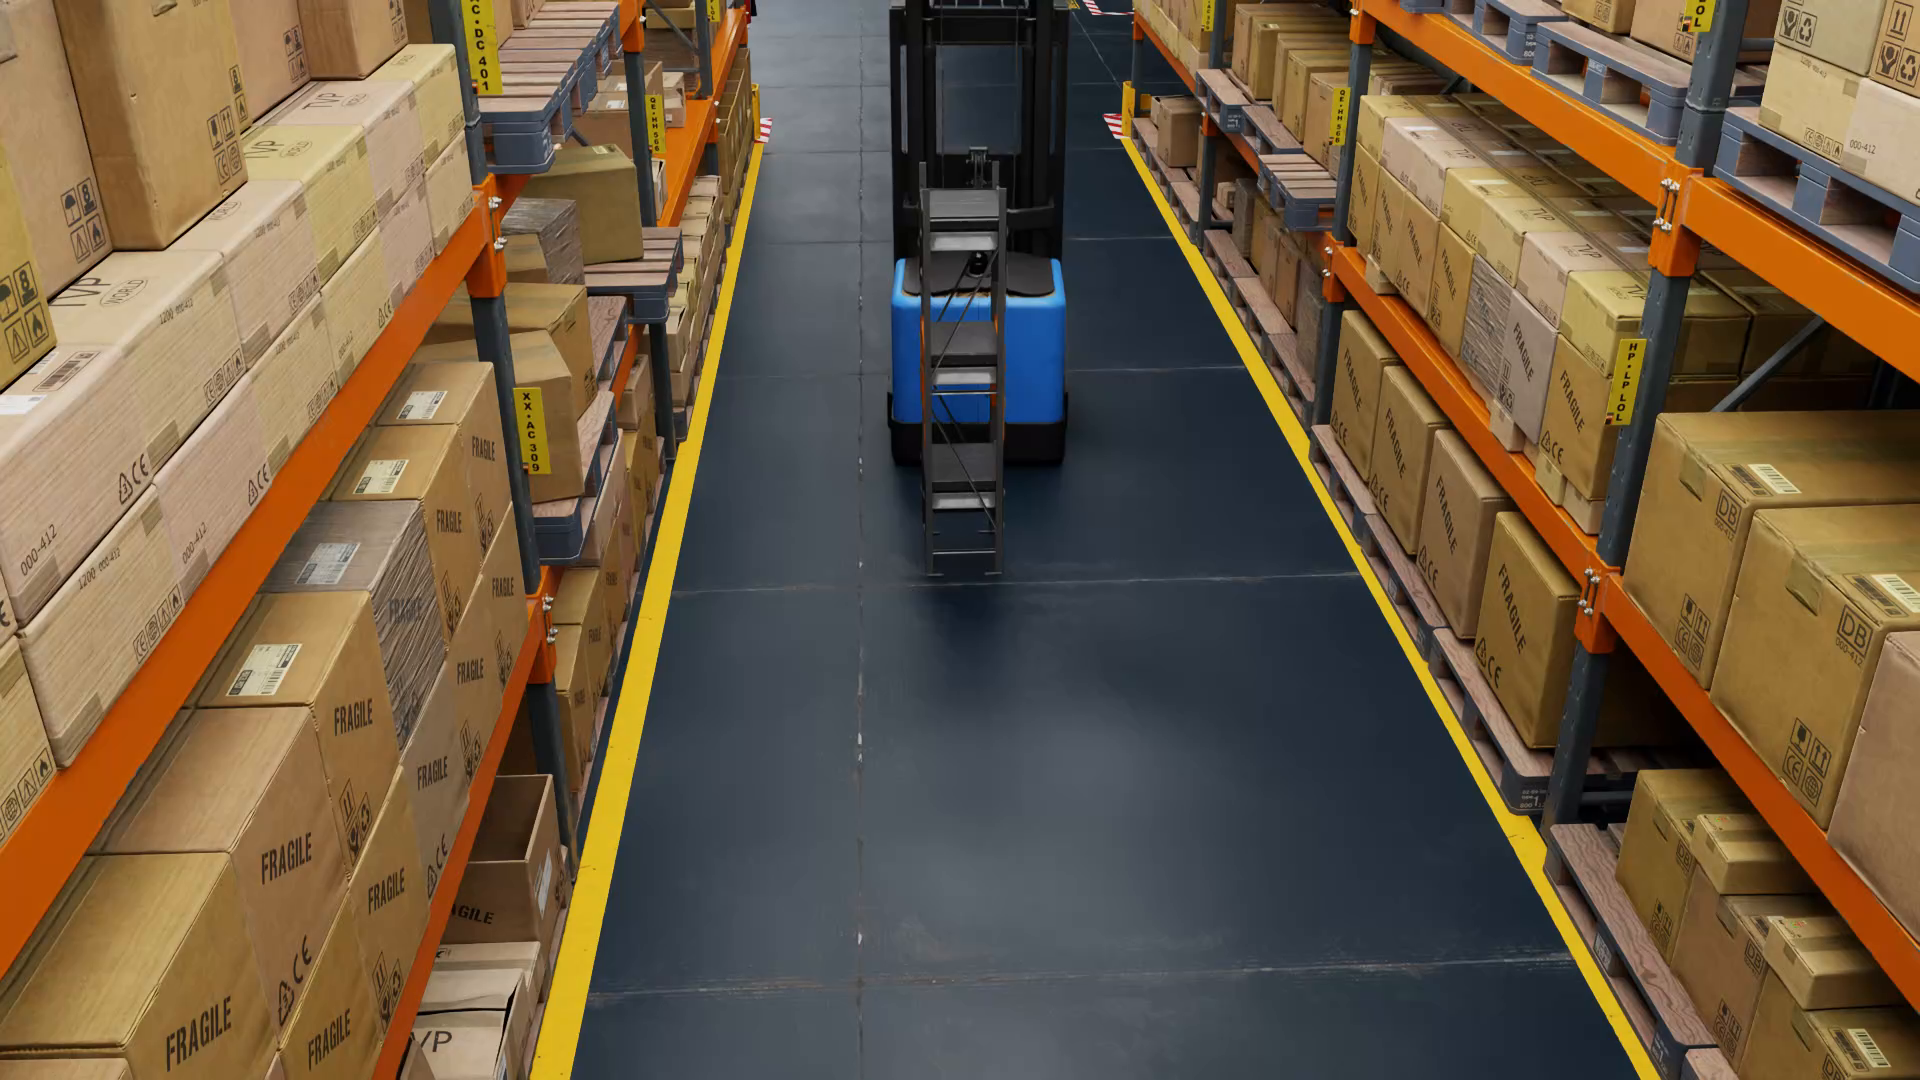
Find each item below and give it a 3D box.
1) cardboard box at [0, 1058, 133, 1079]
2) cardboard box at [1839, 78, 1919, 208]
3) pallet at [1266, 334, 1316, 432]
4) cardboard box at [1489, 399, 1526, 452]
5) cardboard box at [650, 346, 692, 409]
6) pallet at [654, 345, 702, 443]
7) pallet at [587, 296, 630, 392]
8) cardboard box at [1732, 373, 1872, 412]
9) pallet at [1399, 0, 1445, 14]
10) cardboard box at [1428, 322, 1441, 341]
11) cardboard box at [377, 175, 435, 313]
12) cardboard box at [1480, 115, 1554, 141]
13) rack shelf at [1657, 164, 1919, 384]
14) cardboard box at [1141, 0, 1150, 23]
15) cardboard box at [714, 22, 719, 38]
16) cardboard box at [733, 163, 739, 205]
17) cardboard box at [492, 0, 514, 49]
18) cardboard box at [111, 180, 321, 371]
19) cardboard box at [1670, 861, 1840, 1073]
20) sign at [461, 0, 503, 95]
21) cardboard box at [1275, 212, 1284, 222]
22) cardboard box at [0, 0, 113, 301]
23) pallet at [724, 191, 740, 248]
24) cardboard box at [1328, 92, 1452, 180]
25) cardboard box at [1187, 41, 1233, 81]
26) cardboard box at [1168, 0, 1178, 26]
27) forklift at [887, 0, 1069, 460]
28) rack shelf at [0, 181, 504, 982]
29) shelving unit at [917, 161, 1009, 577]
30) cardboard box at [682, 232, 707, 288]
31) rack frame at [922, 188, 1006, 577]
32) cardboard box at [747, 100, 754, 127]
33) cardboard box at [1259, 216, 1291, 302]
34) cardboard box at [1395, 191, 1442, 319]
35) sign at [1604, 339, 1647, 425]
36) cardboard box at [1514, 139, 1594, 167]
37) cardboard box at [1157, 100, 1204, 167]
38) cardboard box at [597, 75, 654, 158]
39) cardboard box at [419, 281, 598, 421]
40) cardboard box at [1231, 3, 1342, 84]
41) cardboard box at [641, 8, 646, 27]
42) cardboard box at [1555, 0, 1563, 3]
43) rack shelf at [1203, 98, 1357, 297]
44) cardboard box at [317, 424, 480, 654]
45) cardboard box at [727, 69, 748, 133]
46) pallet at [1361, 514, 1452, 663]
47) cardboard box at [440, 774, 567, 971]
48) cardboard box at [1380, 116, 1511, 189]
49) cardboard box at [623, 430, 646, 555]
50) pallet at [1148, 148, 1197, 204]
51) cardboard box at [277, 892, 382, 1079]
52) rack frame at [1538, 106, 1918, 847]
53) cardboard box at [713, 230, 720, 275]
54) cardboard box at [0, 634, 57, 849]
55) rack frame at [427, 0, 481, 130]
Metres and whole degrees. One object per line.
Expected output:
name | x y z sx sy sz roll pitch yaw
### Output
cardboard box | -1.587 1.171 2.573 0.500 0.500 0.500 -1 28 -1
cardboard box | 2.696 -1.032 4.341 0.500 0.250 0.500 -2 28 -4
pallet | 2.663 -1.071 11.075 1.003 0.211 1.213 -1 28 -3
cardboard box | 2.533 -0.503 7.221 0.380 0.149 0.250 -1 28 -3
cardboard box | -1.979 -1.041 10.521 0.500 0.250 0.500 -1 28 -3
pallet | -2.249 -0.970 10.881 1.003 0.211 1.213 -1 28 -3
pallet | -2.138 -0.842 7.828 1.003 0.211 1.213 -1 28 -3
cardboard box | 3.139 -0.503 6.519 0.500 0.500 0.500 -2 28 -4
pallet | 2.789 -2.896 8.520 1.213 0.211 1.003 0 28 0
cardboard box | 2.583 -1.093 8.351 0.380 0.149 0.250 -1 28 -2
cardboard box | -1.729 -0.792 4.443 0.500 0.250 0.500 -1 28 -3
cardboard box | 3.008 -2.021 8.620 0.500 0.250 0.500 -2 28 -4
rack shelf | 3.015 -0.186 3.898 1.077 0.370 4.000 -1 28 -3
cardboard box | 2.034 -5.111 15.946 0.500 0.250 0.500 -2 28 -4
cardboard box | -2.598 -4.876 15.247 0.700 0.500 0.500 -1 28 -2
cardboard box | -2.196 -3.092 14.453 0.500 0.250 0.500 -1 28 -3
cardboard box | -2.046 -2.125 6.167 0.600 0.600 0.600 -2 28 -3
cardboard box | -1.667 -0.552 3.442 0.500 0.250 0.500 -1 28 -3
cardboard box | 2.871 1.403 5.565 0.700 0.500 0.500 -2 28 -3
sign | -1.494 -1.554 5.182 0.100 0.325 0.005 -1 28 -3
cardboard box | 2.606 -2.430 12.081 0.500 0.250 0.500 -2 28 -4
cardboard box | -1.945 -0.646 2.812 0.700 0.500 0.500 -1 28 -3
pallet | -2.453 -2.804 14.398 1.003 0.211 1.213 -1 28 -3
cardboard box | 2.668 -2.402 10.029 0.700 0.500 0.500 -5 28 -9
cardboard box | 2.166 -3.947 13.715 0.500 0.250 0.500 -1 28 -3
cardboard box | 2.112 -4.742 14.429 0.500 0.500 0.500 -2 28 -4
forklift | 0.116 -2.418 10.717 1.130 2.935 3.031 0 28 0
rack shelf | -1.931 -0.065 3.665 1.077 0.370 4.000 -1 28 -3
shelving unit | 0.009 -0.855 8.618 0.431 2.100 0.503 -1 28 -3
cardboard box | -2.066 -2.005 11.763 0.500 0.311 0.500 -2 28 -3
rack frame | 0.021 -0.742 8.402 0.400 2.100 0.015 -1 28 -3
cardboard box | -2.339 -4.246 16.666 0.500 0.250 0.500 -1 28 -3
cardboard box | 2.612 -2.067 12.196 0.700 0.500 0.500 -1 28 -2
cardboard box | 2.515 -1.430 8.296 0.500 0.500 0.500 -2 28 -3
sign | 2.370 -0.560 5.913 0.100 0.325 0.005 -1 28 -3
cardboard box | 3.032 -1.784 8.165 0.500 0.250 0.500 -2 28 -4
cardboard box | 2.249 -3.803 15.524 0.700 0.500 0.500 -3 28 -6
cardboard box | -2.376 -2.887 11.433 0.500 0.500 0.500 -1 28 -3
cardboard box | -1.936 -0.748 6.879 0.700 0.500 0.500 3 28 5
cardboard box | 2.486 -3.797 12.703 0.700 0.500 0.500 -1 28 -2
cardboard box | -2.682 -4.124 13.105 0.380 0.149 0.250 -1 28 -3
cardboard box | 2.919 -2.566 7.098 0.700 0.500 0.500 -1 28 -3
rack shelf | 2.598 -2.551 11.675 1.077 0.370 4.000 -1 28 -3
cardboard box | -1.721 -0.002 4.820 0.500 0.500 0.500 -2 28 -4
cardboard box | -2.270 -4.117 15.608 0.500 0.500 0.500 -1 28 -3
pallet | 2.729 0.218 8.604 1.003 0.211 1.213 -1 28 -3
cardboard box | -1.723 1.192 5.948 0.500 0.500 0.500 -1 28 -3
cardboard box | 2.497 -2.000 8.578 0.500 0.250 0.500 -2 28 -3
cardboard box | -1.935 -0.246 8.706 0.500 0.500 0.500 -2 28 -5
pallet | 2.356 -3.431 15.600 1.003 0.211 1.213 -1 28 -3
cardboard box | -1.642 1.144 3.705 0.500 0.500 0.500 -1 28 -3
rack frame | 2.911 -0.099 6.196 1.000 3.000 0.127 -1 28 -3
cardboard box | -2.118 -2.221 12.784 0.500 0.250 0.500 -2 28 -3
cardboard box | -1.600 0.363 2.229 0.500 0.250 0.500 -1 28 -3
rack frame | -2.036 -2.638 4.576 1.000 3.000 0.127 -1 28 -3
